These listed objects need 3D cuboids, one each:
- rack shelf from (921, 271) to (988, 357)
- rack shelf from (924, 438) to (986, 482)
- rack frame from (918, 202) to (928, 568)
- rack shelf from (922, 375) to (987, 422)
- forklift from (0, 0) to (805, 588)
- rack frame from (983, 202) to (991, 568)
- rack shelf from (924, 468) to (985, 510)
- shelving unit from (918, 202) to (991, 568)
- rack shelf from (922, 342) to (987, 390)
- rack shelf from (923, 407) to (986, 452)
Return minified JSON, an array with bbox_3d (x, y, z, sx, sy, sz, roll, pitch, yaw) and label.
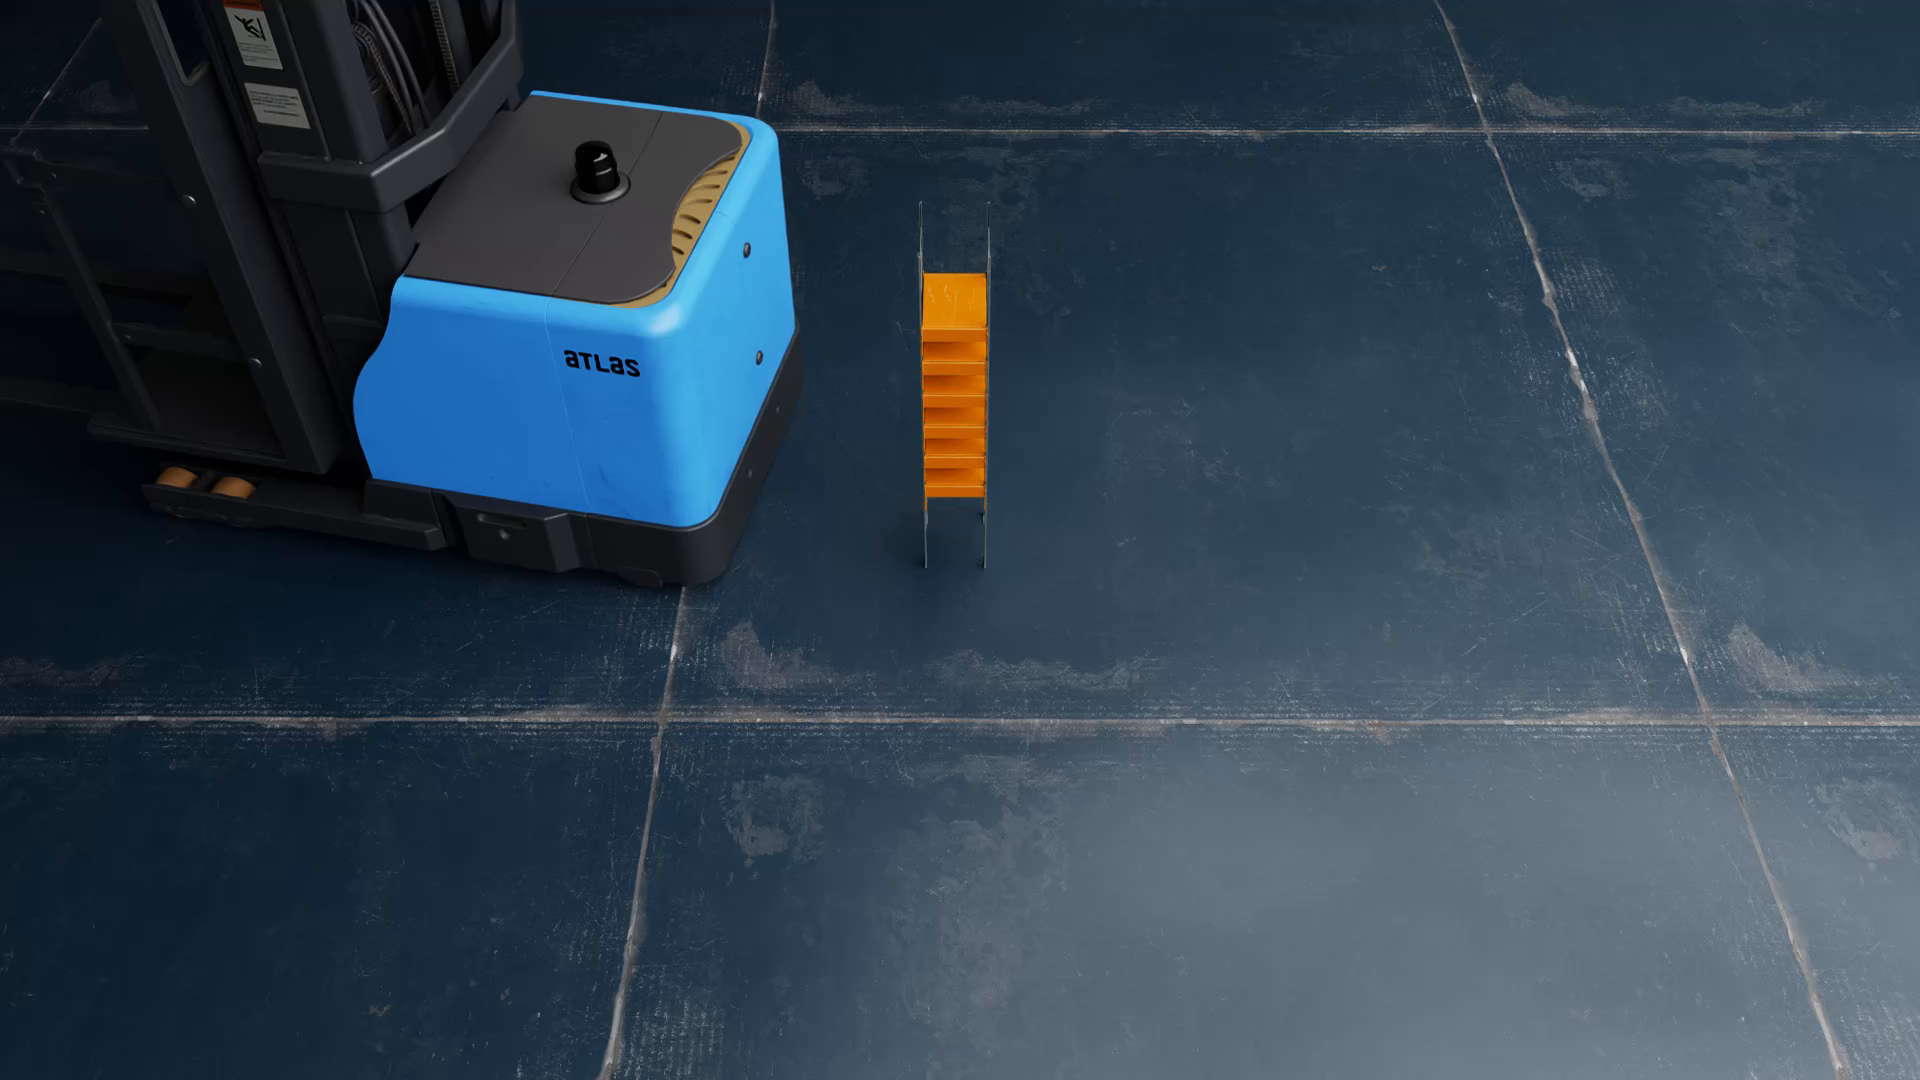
[{"bbox_3d":[-0.014,-0.624,4.580,0.180,0.103,0.258,0,47,0],"label":"rack shelf"},{"bbox_3d":[-0.014,-0.297,4.931,0.180,0.103,0.258,0,47,0],"label":"rack shelf"},{"bbox_3d":[-0.106,-0.409,4.811,0.006,1.200,0.240,0,47,0],"label":"rack frame"},{"bbox_3d":[-0.014,-0.460,4.756,0.180,0.103,0.258,0,47,0],"label":"rack shelf"},{"bbox_3d":[-2.100,-1.407,4.558,3.031,2.935,1.130,9,48,8],"label":"forklift"},{"bbox_3d":[0.077,-0.409,4.811,0.006,1.200,0.240,0,47,0],"label":"rack frame"},{"bbox_3d":[-0.014,-0.215,5.019,0.180,0.103,0.258,0,47,0],"label":"rack shelf"},{"bbox_3d":[-0.014,-0.409,4.811,0.189,1.200,0.258,0,47,0],"label":"shelving unit"},{"bbox_3d":[-0.014,-0.542,4.668,0.180,0.103,0.258,0,47,0],"label":"rack shelf"},{"bbox_3d":[-0.014,-0.379,4.843,0.180,0.103,0.258,0,47,0],"label":"rack shelf"}]
